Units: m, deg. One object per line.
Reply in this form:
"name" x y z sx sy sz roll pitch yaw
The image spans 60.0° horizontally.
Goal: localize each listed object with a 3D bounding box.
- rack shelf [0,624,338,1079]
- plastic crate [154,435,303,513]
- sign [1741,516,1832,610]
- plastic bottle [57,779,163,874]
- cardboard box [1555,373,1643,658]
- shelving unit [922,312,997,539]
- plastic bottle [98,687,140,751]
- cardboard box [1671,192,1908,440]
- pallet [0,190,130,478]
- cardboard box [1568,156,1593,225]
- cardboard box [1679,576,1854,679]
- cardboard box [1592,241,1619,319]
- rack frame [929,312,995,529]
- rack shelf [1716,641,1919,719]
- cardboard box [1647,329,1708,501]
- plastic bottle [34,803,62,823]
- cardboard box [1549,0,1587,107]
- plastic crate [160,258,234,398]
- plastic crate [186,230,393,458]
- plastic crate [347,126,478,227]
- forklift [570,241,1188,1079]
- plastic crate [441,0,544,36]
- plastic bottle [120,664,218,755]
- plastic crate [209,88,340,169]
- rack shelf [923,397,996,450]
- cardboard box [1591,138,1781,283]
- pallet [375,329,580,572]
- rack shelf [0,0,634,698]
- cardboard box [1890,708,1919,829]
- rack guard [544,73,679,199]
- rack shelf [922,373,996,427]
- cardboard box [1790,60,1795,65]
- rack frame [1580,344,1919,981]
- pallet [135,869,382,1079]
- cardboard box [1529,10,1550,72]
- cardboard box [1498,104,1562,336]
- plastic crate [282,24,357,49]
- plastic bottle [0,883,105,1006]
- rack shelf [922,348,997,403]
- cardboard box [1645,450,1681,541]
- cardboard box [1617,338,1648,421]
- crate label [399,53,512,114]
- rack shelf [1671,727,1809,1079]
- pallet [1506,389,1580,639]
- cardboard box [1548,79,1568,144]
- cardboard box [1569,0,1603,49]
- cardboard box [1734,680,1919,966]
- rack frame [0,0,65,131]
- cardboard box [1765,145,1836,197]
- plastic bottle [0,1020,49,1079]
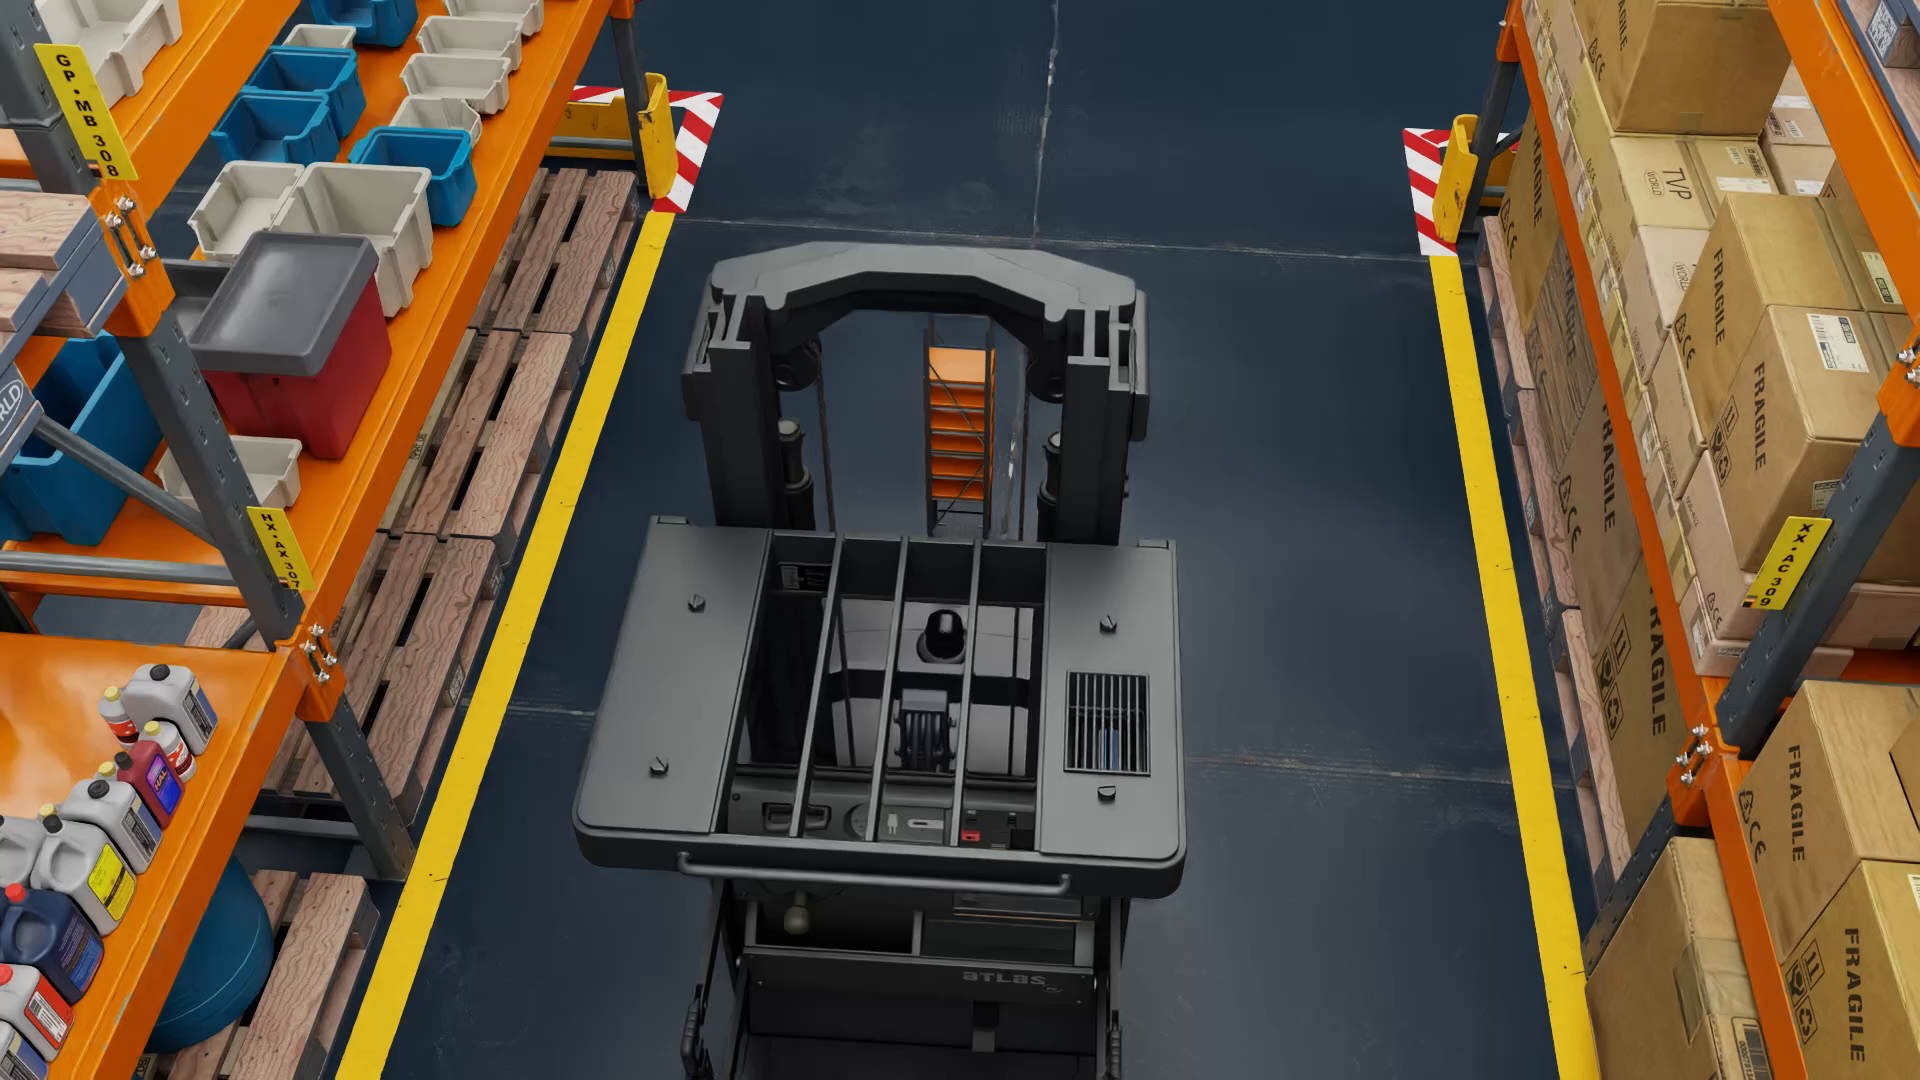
"rack shelf" -2.565 1.794 3.564 1.077 0.370 4.000 4 48 4
"plastic crate" -2.198 -0.182 5.022 0.396 0.136 0.243 4 48 4
"sign" 1.997 0.059 4.023 0.100 0.325 0.005 4 48 4
"plastic bottle" -2.130 0.703 4.158 0.152 0.276 0.135 4 48 4
"cardboard box" 2.771 -0.151 6.011 0.875 0.875 0.875 4 48 4
"shelving unit" -0.001 -0.394 6.298 0.258 1.200 0.189 4 48 4
"plastic bottle" -2.223 0.465 4.427 0.097 0.201 0.097 0 48 0
"cardboard box" 2.375 -0.612 4.669 0.500 0.500 0.500 4 48 4
"pallet" -2.357 -0.285 3.073 1.213 0.211 1.003 4 48 4
"cardboard box" 2.438 -1.257 6.037 0.380 0.149 0.250 3 48 3
"cardboard box" 2.251 0.253 4.656 0.380 0.149 0.250 4 48 4
"cardboard box" 2.392 -0.878 5.691 0.380 0.149 0.250 5 48 4
"rack frame" 0.007 -0.462 6.359 0.240 1.200 0.006 4 48 4
"rack shelf" 2.732 -0.879 5.876 0.919 0.124 3.809 4 48 4
"cardboard box" 2.373 -0.358 4.945 0.500 0.250 0.500 5 48 5
"plastic bottle" -2.256 0.733 4.181 0.097 0.201 0.097 0 48 0
"cardboard box" 2.561 -1.858 6.316 0.500 0.250 0.500 3 48 3
"plastic crate" -2.548 -0.687 5.491 0.437 0.125 0.590 4 48 4
"plastic crate" -2.052 -0.600 5.182 0.402 0.464 0.583 4 48 4
"plastic crate" -1.950 -1.295 5.975 0.416 0.233 0.300 4 48 4
"forklift" -0.119 0.892 3.948 1.130 2.935 3.031 3 48 3
"plastic crate" -1.912 -2.178 6.847 0.396 0.136 0.243 4 48 4
"plastic bottle" -2.097 0.434 4.404 0.152 0.276 0.135 4 48 4
"plastic crate" -2.516 -1.474 6.139 0.416 0.233 0.300 4 48 4
"rack shelf" -0.001 -0.445 6.242 0.258 0.103 0.180 4 48 4
"cardboard box" 2.469 -1.105 5.628 0.500 0.250 0.500 3 48 3
"pallet" -2.246 -0.420 6.991 1.003 0.211 1.213 4 48 4
"rack shelf" -2.201 -1.146 6.253 1.077 0.370 4.000 4 48 4
"cardboard box" 2.500 0.512 3.501 0.797 0.503 0.637 3 48 3
"rack guard" -2.029 -2.033 8.271 1.175 0.500 0.348 4 48 4
"rack shelf" -0.001 -0.526 6.153 0.258 0.103 0.180 4 48 4
"cardboard box" 3.087 -1.828 6.289 0.500 0.250 0.500 3 48 3
"rack frame" 2.550 0.414 4.338 1.000 3.000 0.127 4 48 4
"pallet" -2.495 1.587 5.156 1.003 0.211 1.213 4 48 4
"cardboard box" 2.531 -2.013 6.729 0.380 0.149 0.250 3 48 3
"cardboard box" 2.935 -1.474 7.221 0.875 0.875 0.875 4 48 4
"plastic crate" -2.542 -1.901 6.594 0.250 0.136 0.298 4 48 4
"plastic bottle" -2.158 0.931 3.899 0.144 0.351 0.185 4 48 4
"rack shelf" -0.001 -0.607 6.065 0.258 0.103 0.180 4 48 4
"cardboard box" 2.298 -0.125 5.002 0.380 0.149 0.250 3 48 3
"cardboard box" 2.344 -0.503 5.348 0.380 0.149 0.250 5 48 4
"crate label" -1.954 -1.760 6.465 0.396 0.136 0.243 4 48 4
"rack shelf" 2.367 2.127 3.260 1.077 0.370 4.000 4 48 4
"pallet" 2.805 -0.097 6.696 1.003 0.211 1.213 4 48 4
"cardboard box" 2.486 -1.633 6.381 0.380 0.149 0.250 3 48 3
"cardboard box" 2.556 -2.126 6.053 0.500 0.500 0.500 3 48 3
"cardboard box" 2.259 0.702 4.008 0.500 0.500 0.500 4 48 4
"rack frame" -2.383 -1.943 2.429 1.000 3.000 0.127 4 48 4
"cardboard box" 2.998 -1.071 5.597 0.500 0.250 0.500 4 48 4
"plastic bottle" -2.199 1.258 3.651 0.152 0.276 0.367 4 48 4
